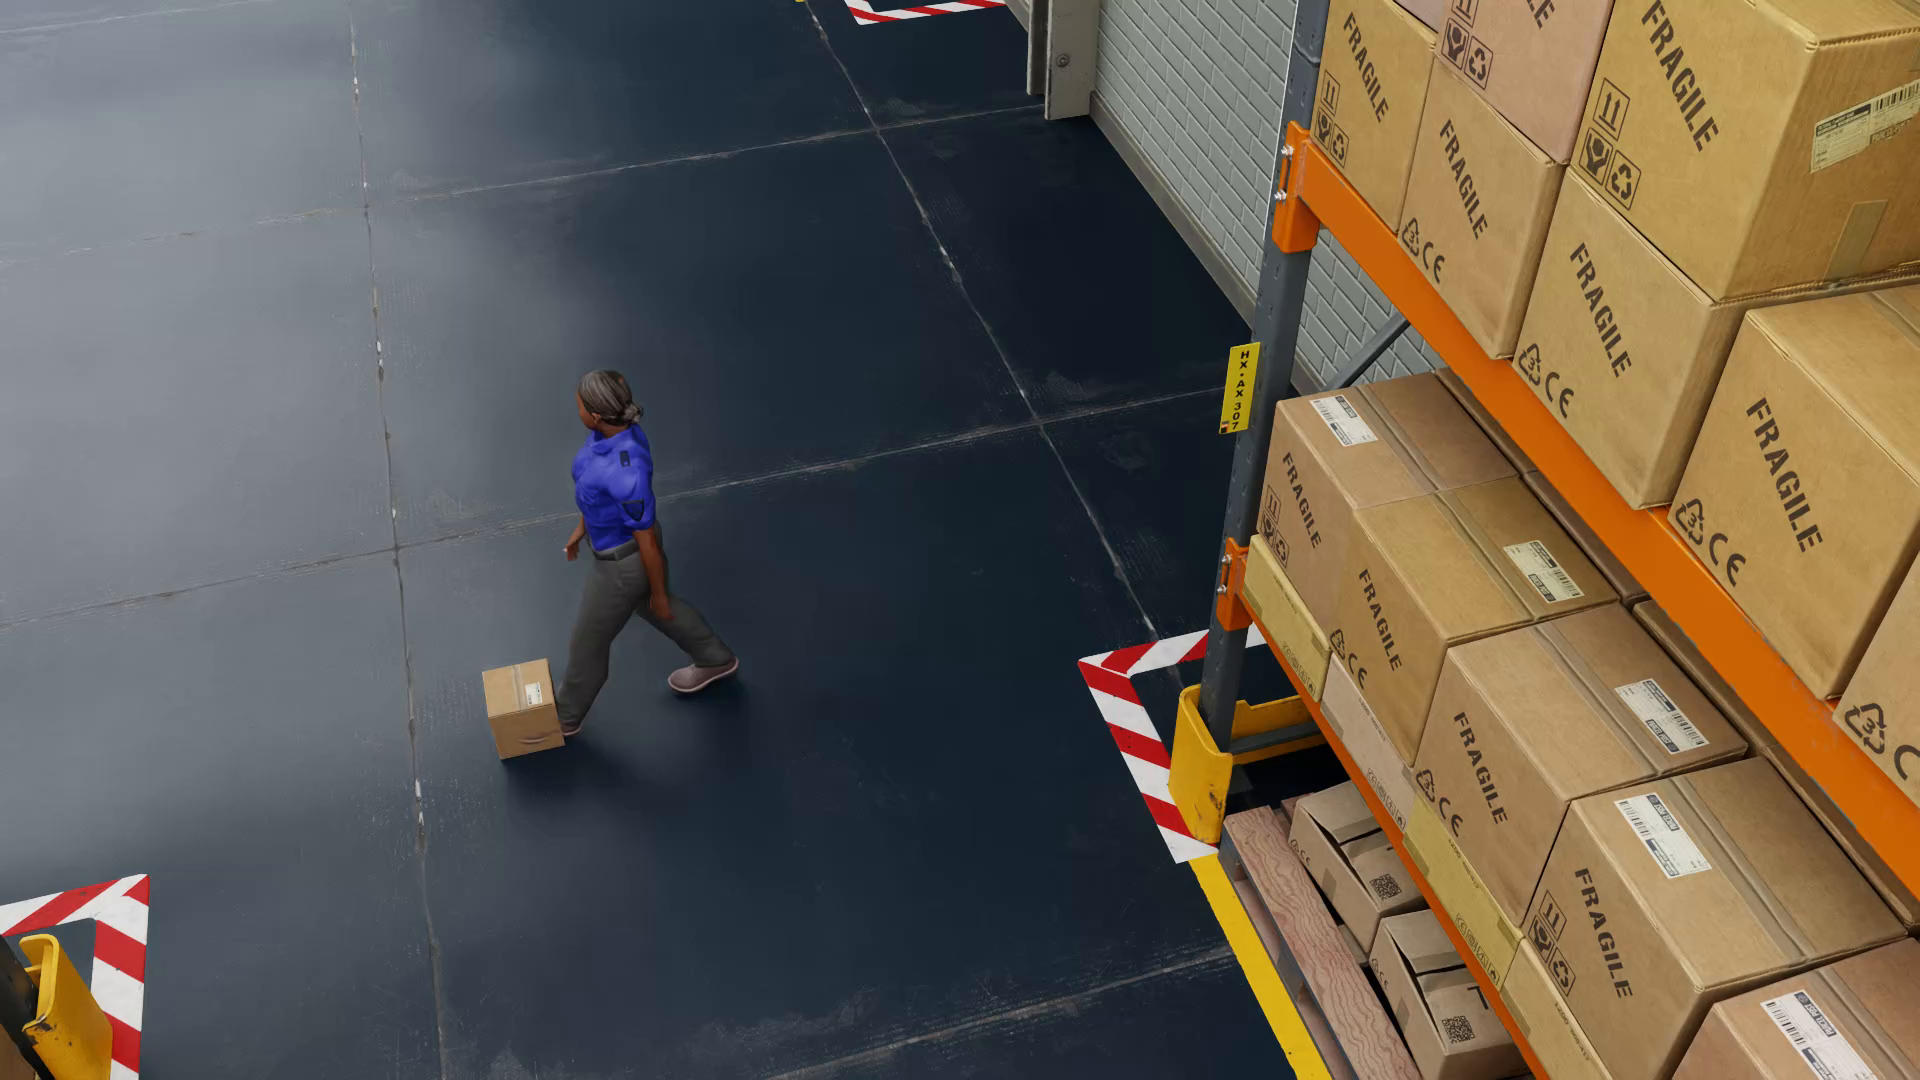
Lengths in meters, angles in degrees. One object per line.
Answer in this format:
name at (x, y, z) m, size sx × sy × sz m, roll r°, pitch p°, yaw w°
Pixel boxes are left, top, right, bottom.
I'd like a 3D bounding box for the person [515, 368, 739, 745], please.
person at (-1.334, 0.062, 6.109) m, size 0.927 × 1.622 × 0.476 m, roll -7°, pitch 43°, yaw -8°
